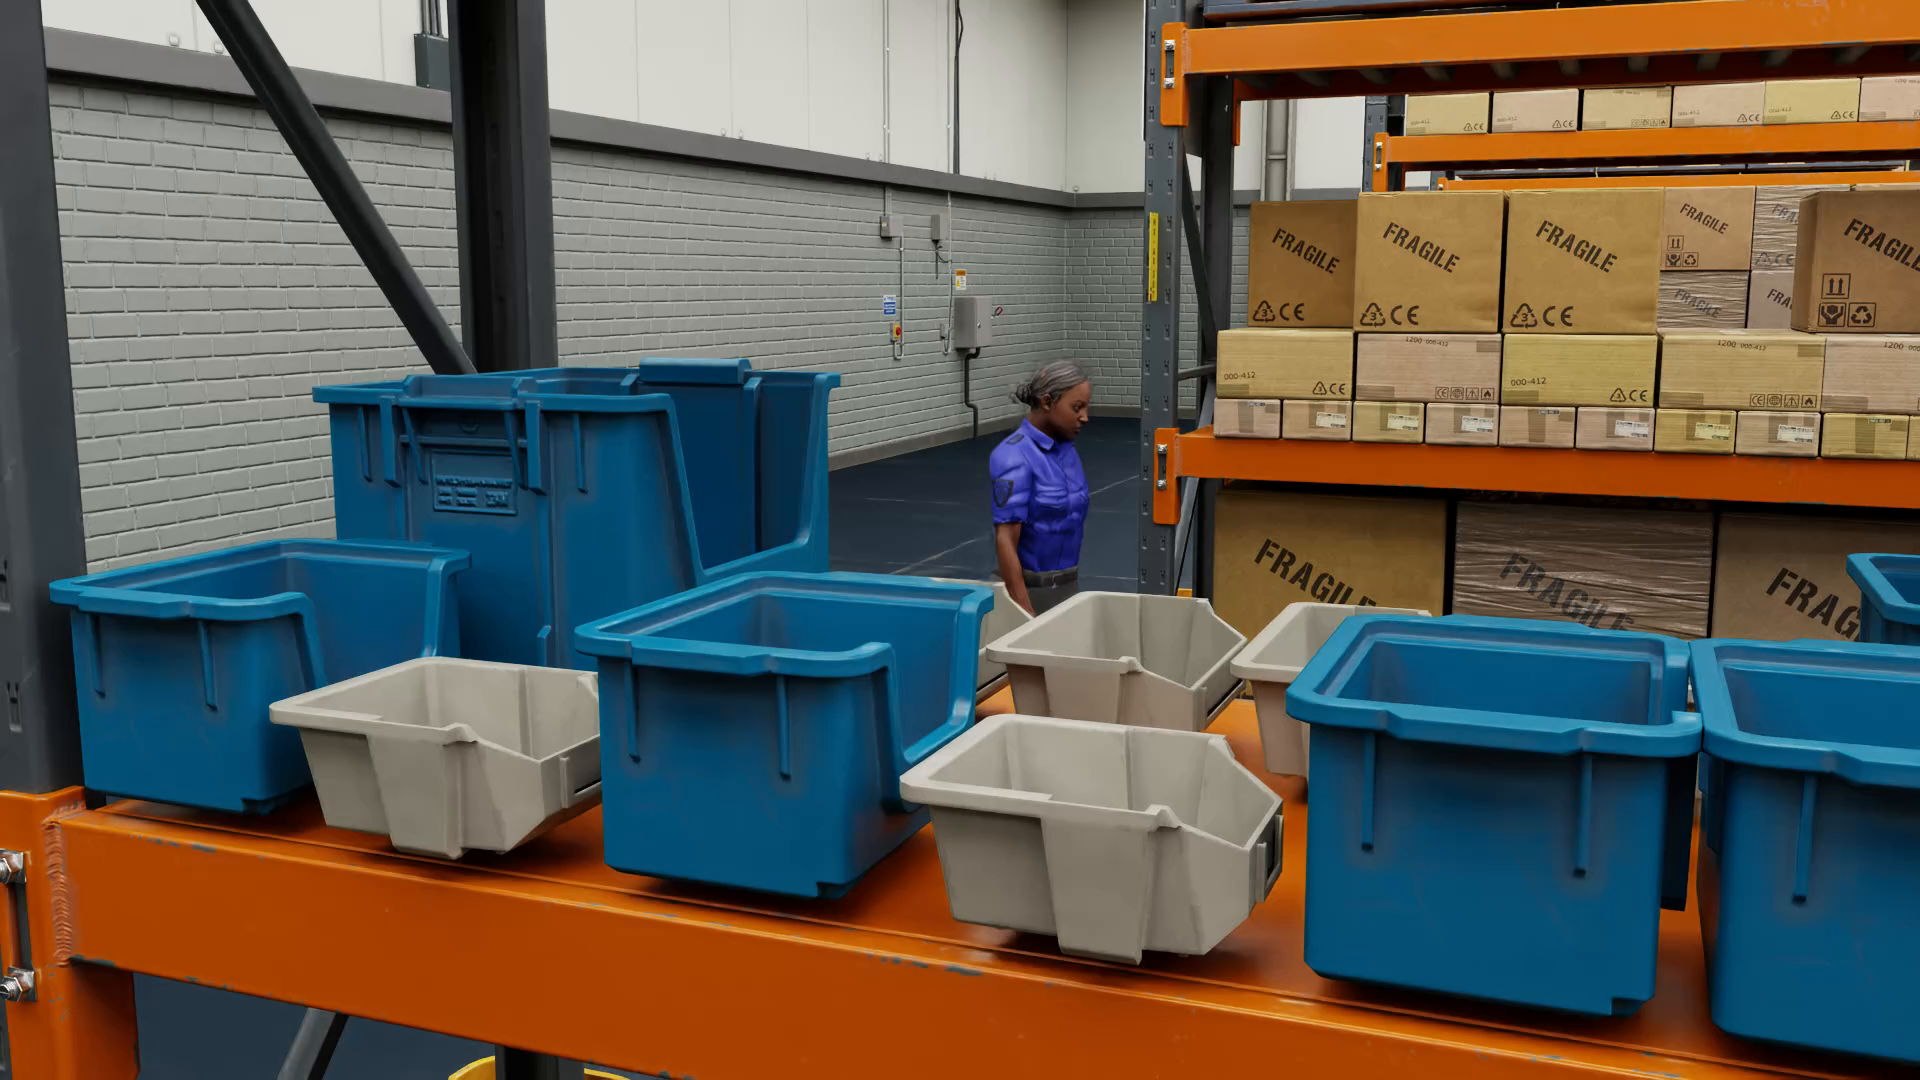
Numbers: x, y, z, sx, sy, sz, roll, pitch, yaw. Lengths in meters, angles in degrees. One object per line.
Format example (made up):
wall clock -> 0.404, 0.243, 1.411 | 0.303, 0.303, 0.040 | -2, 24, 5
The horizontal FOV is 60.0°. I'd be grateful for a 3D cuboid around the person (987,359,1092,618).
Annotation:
person -> 0.226, 0.227, 5.369 | 0.902, 1.617, 0.481 | 8, 12, 42
